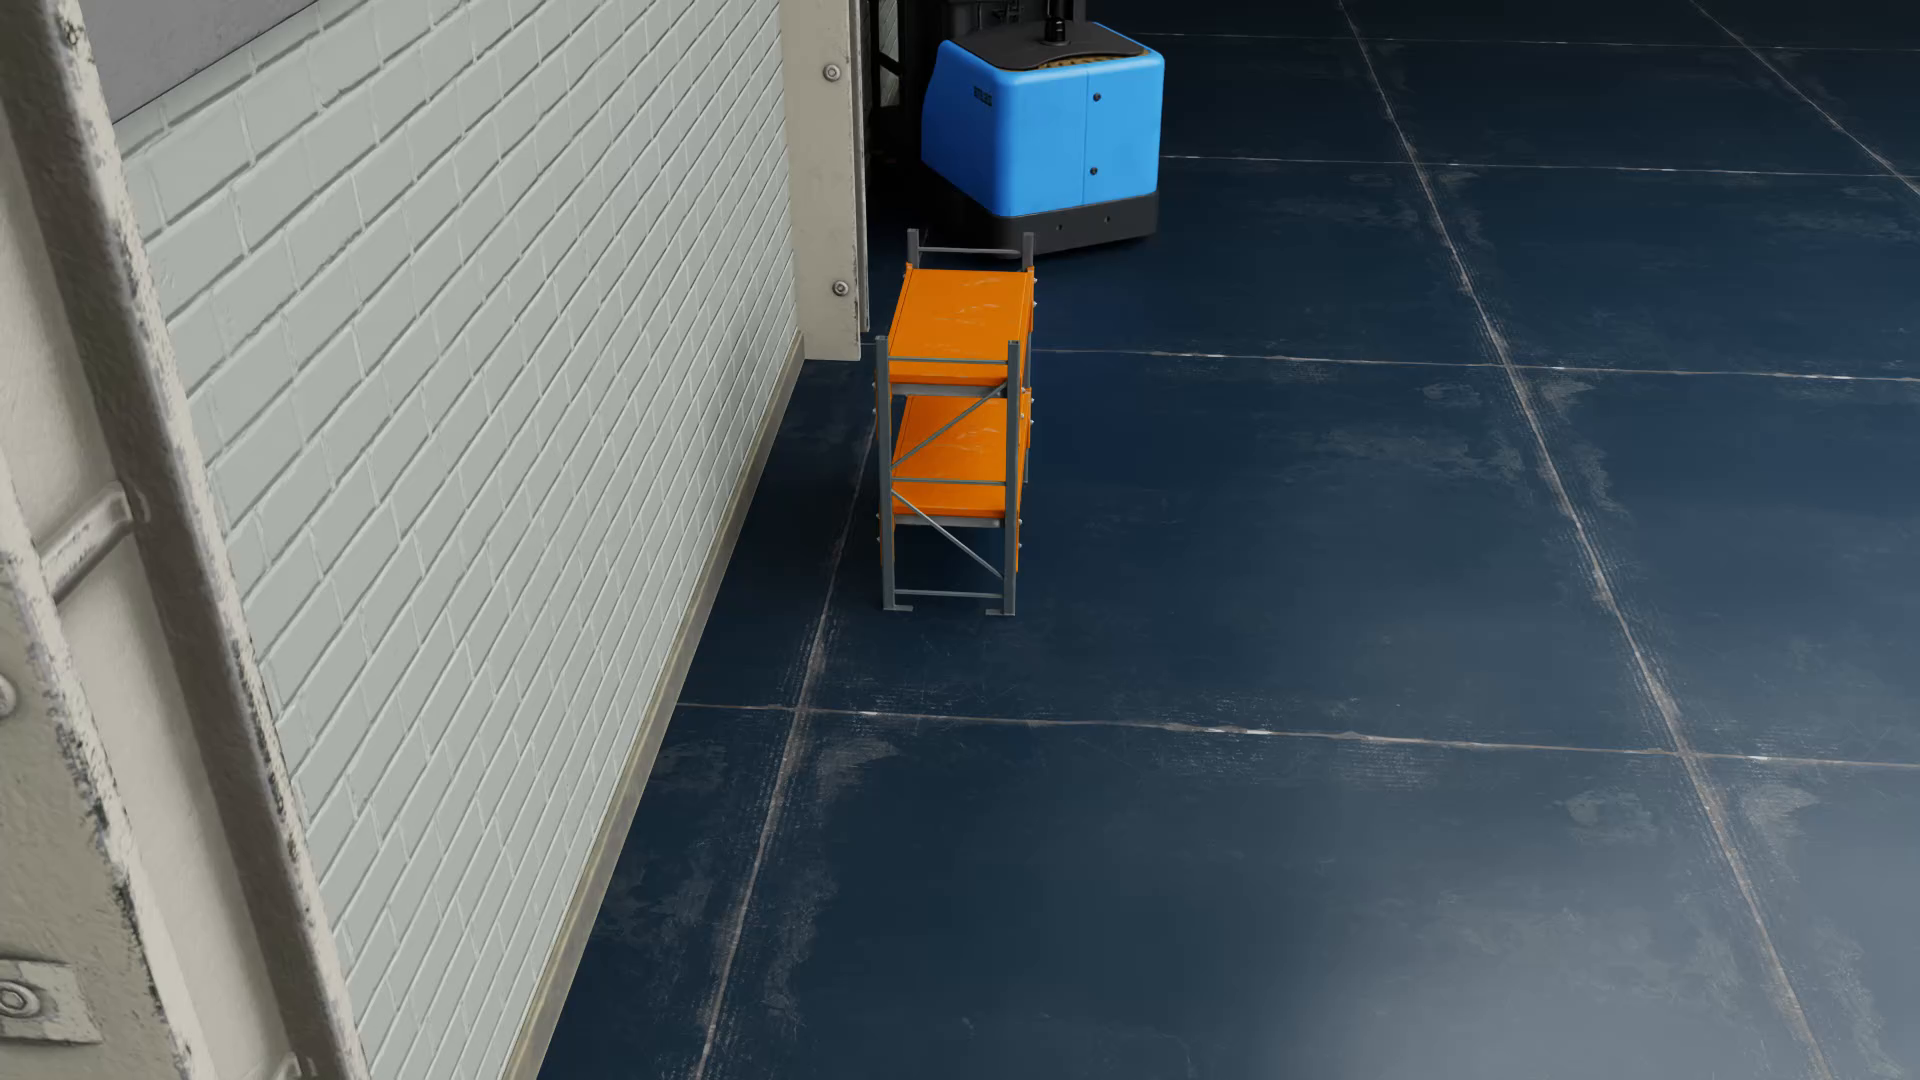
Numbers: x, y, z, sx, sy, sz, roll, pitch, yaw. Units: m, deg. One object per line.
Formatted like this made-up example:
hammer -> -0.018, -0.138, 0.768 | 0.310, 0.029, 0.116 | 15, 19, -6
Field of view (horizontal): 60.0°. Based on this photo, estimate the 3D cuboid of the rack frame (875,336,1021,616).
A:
rack frame -> -0.042, -0.210, 6.018 | 0.500, 1.125, 0.032 | 2, 32, 4

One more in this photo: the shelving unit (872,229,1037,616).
shelving unit -> -0.001, -0.475, 6.449 | 0.538, 1.125, 1.048 | 2, 32, 4

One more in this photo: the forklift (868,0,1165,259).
forklift -> 0.045, -3.540, 9.701 | 1.130, 2.935, 3.031 | -14, 34, -21

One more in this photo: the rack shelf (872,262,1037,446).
rack shelf -> -0.001, -0.725, 6.296 | 0.538, 0.278, 1.000 | 2, 32, 4

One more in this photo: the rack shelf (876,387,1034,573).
rack shelf -> -0.001, -0.267, 6.577 | 0.538, 0.278, 1.000 | 2, 32, 4

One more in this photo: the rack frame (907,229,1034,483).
rack frame -> 0.041, -0.741, 6.880 | 0.500, 1.125, 0.032 | 2, 32, 4

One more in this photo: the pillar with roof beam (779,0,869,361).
pillar with roof beam -> 3.658, -4.638, 5.699 | 9.100, 9.000, 0.400 | 2, 32, 4
